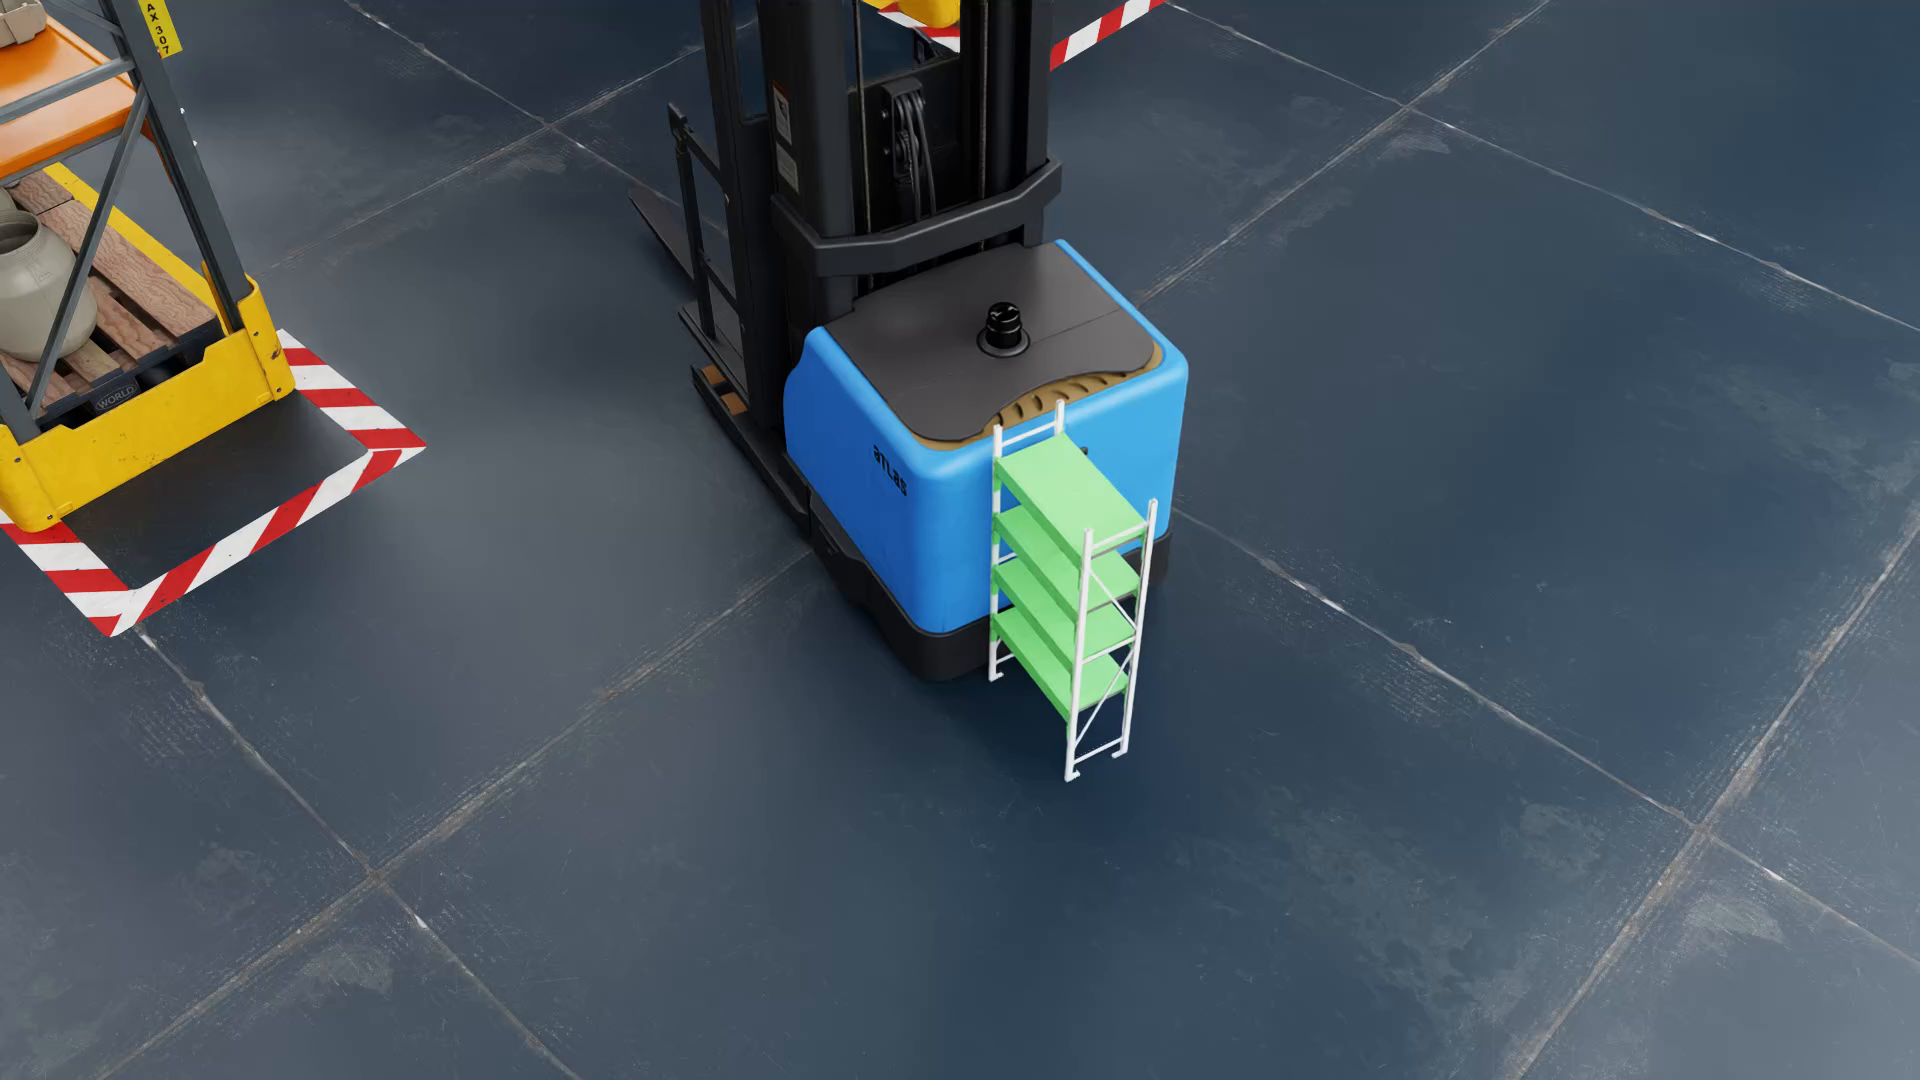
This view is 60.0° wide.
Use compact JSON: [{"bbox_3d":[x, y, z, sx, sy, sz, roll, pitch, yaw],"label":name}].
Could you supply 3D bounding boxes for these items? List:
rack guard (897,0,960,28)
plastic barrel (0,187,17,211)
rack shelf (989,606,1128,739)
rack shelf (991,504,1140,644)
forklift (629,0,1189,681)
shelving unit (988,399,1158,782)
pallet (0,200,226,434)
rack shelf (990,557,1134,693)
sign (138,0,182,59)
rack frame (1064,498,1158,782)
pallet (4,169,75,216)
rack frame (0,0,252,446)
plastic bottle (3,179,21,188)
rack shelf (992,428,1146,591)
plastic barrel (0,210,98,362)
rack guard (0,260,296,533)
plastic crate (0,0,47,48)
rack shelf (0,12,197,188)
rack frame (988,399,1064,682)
[{"bbox_3d":[0.160,-3.255,8.964,0.348,0.500,1.175,34,55,28],"label":"rack guard"},{"bbox_3d":[-4.047,-1.244,6.779,0.421,0.512,0.421,0,47,0],"label":"plastic barrel"},{"bbox_3d":[0.330,0.396,5.472,0.258,0.148,0.480,-23,51,-20],"label":"rack shelf"},{"bbox_3d":[0.330,0.067,5.123,0.258,0.148,0.480,-23,51,-20],"label":"rack shelf"},{"bbox_3d":[-0.425,-1.587,5.729,1.130,2.935,3.031,-23,51,-20],"label":"forklift"},{"bbox_3d":[0.330,0.187,5.251,0.258,1.200,0.503,-23,51,-20],"label":"shelving unit"},{"bbox_3d":[-3.824,-0.882,6.934,1.213,0.211,1.003,34,55,28],"label":"pallet"},{"bbox_3d":[0.330,0.231,5.298,0.258,0.148,0.480,-23,51,-20],"label":"rack shelf"},{"bbox_3d":[-2.767,-1.807,5.699,0.005,0.325,0.100,34,55,28],"label":"sign"},{"bbox_3d":[0.453,0.341,5.107,0.240,1.200,0.015,-23,51,-20],"label":"rack frame"},{"bbox_3d":[-4.717,-1.486,7.500,1.213,0.211,1.003,34,55,28],"label":"pallet"},{"bbox_3d":[-3.143,-1.420,5.526,0.127,3.000,1.000,34,55,28],"label":"rack frame"},{"bbox_3d":[-4.264,-1.700,7.358,0.097,0.271,0.097,0,47,0],"label":"plastic bottle"},{"bbox_3d":[0.330,-0.097,4.948,0.258,0.148,0.480,-23,51,-20],"label":"rack shelf"},{"bbox_3d":[-3.679,-0.997,6.547,0.421,0.512,0.421,0,47,0],"label":"plastic barrel"},{"bbox_3d":[-3.231,-0.577,6.449,0.348,0.500,1.175,34,55,28],"label":"rack guard"},{"bbox_3d":[-3.583,-1.945,6.199,0.250,0.136,0.298,34,55,28],"label":"plastic crate"},{"bbox_3d":[-4.613,-2.163,6.716,4.000,0.370,1.077,34,55,28],"label":"rack shelf"},{"bbox_3d":[0.206,0.034,5.395,0.240,1.200,0.015,-23,51,-20],"label":"rack frame"}]
